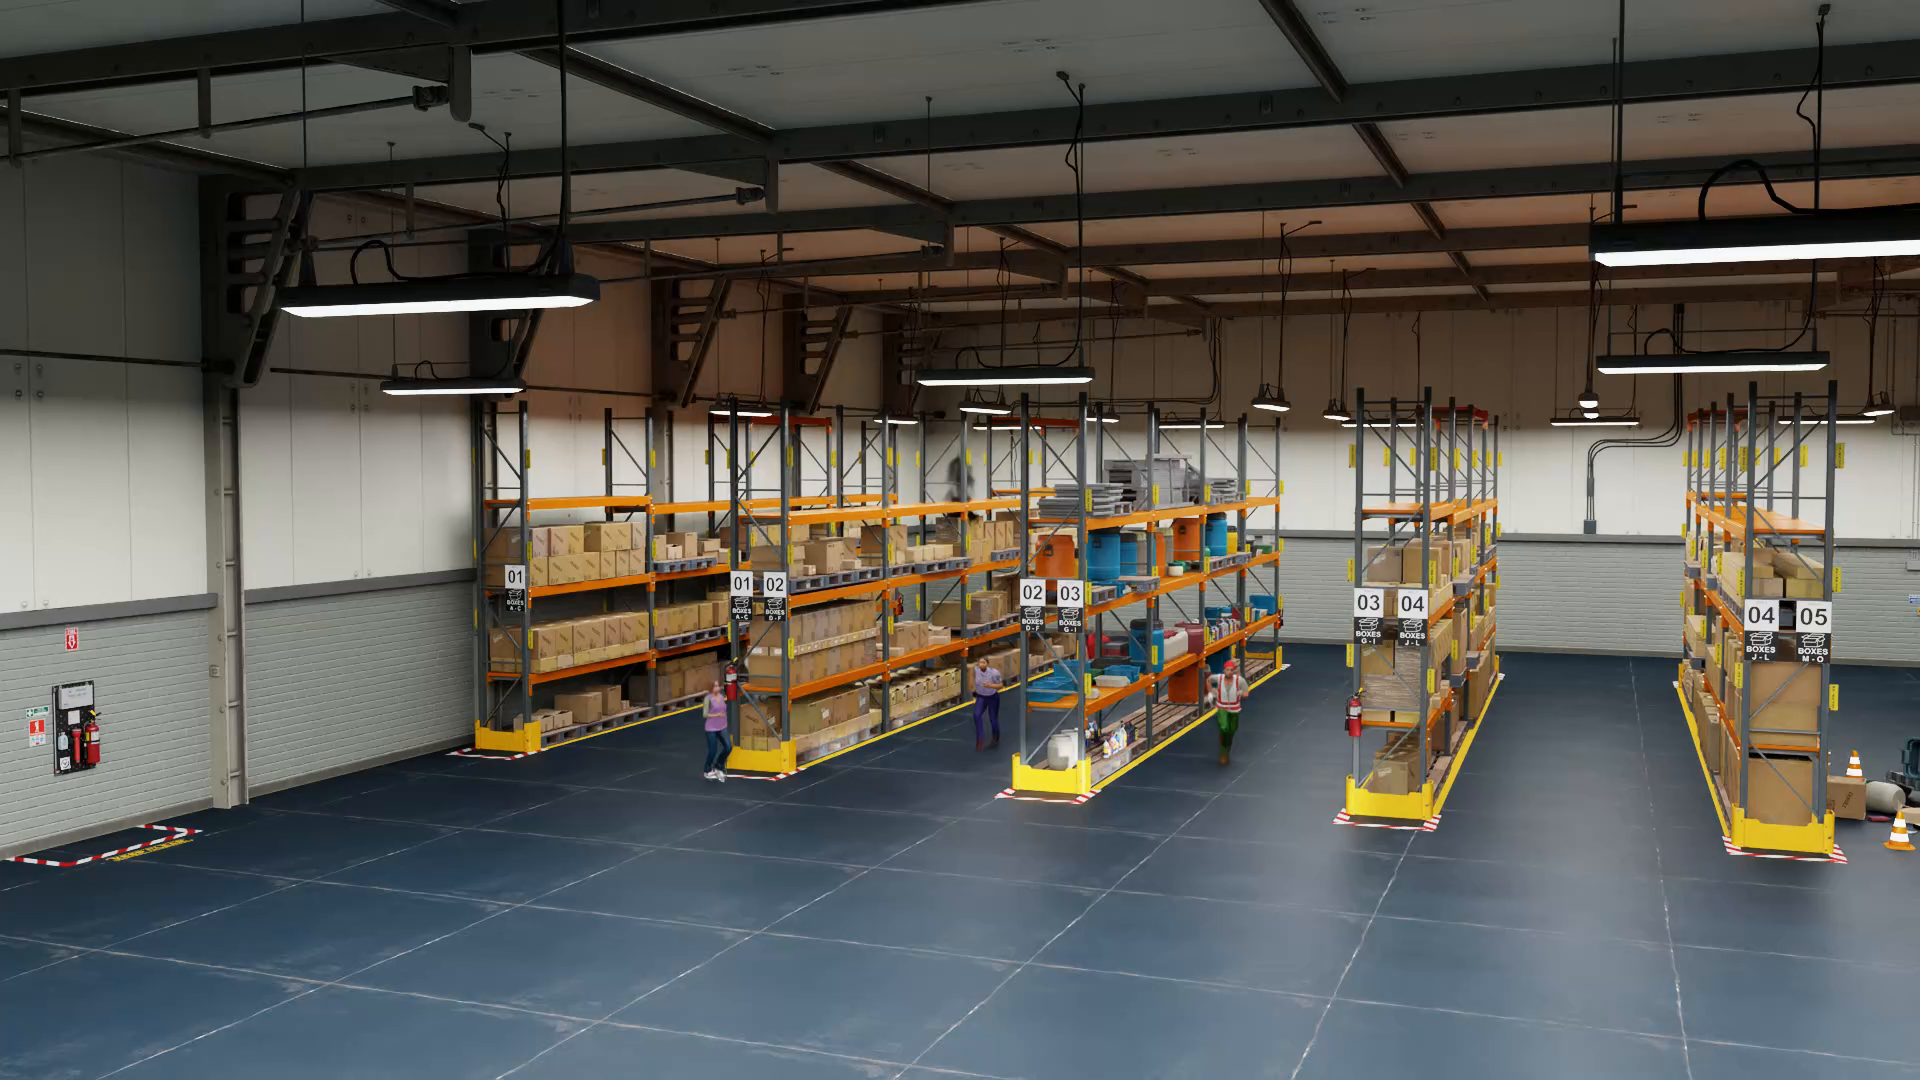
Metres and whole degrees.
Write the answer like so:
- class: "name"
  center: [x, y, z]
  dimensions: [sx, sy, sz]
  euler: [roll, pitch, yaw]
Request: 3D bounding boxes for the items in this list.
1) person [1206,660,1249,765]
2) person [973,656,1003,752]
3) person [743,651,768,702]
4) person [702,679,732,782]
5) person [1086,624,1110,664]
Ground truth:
- class: "person"
  center: [4.366, 2.797, 27.133]
  dimensions: [0.643, 1.717, 0.910]
  euler: [0, 3, 0]
- class: "person"
  center: [0.497, 2.807, 28.800]
  dimensions: [0.601, 1.659, 0.925]
  euler: [1, 3, 16]
- class: "person"
  center: [-3.814, 2.587, 31.630]
  dimensions: [0.658, 1.733, 0.579]
  euler: [0, 3, 7]
- class: "person"
  center: [-3.751, 2.954, 25.727]
  dimensions: [0.515, 1.599, 0.620]
  euler: [-3, 4, -45]
- class: "person"
  center: [2.746, 2.523, 33.573]
  dimensions: [0.644, 1.694, 0.609]
  euler: [1, 3, 27]
